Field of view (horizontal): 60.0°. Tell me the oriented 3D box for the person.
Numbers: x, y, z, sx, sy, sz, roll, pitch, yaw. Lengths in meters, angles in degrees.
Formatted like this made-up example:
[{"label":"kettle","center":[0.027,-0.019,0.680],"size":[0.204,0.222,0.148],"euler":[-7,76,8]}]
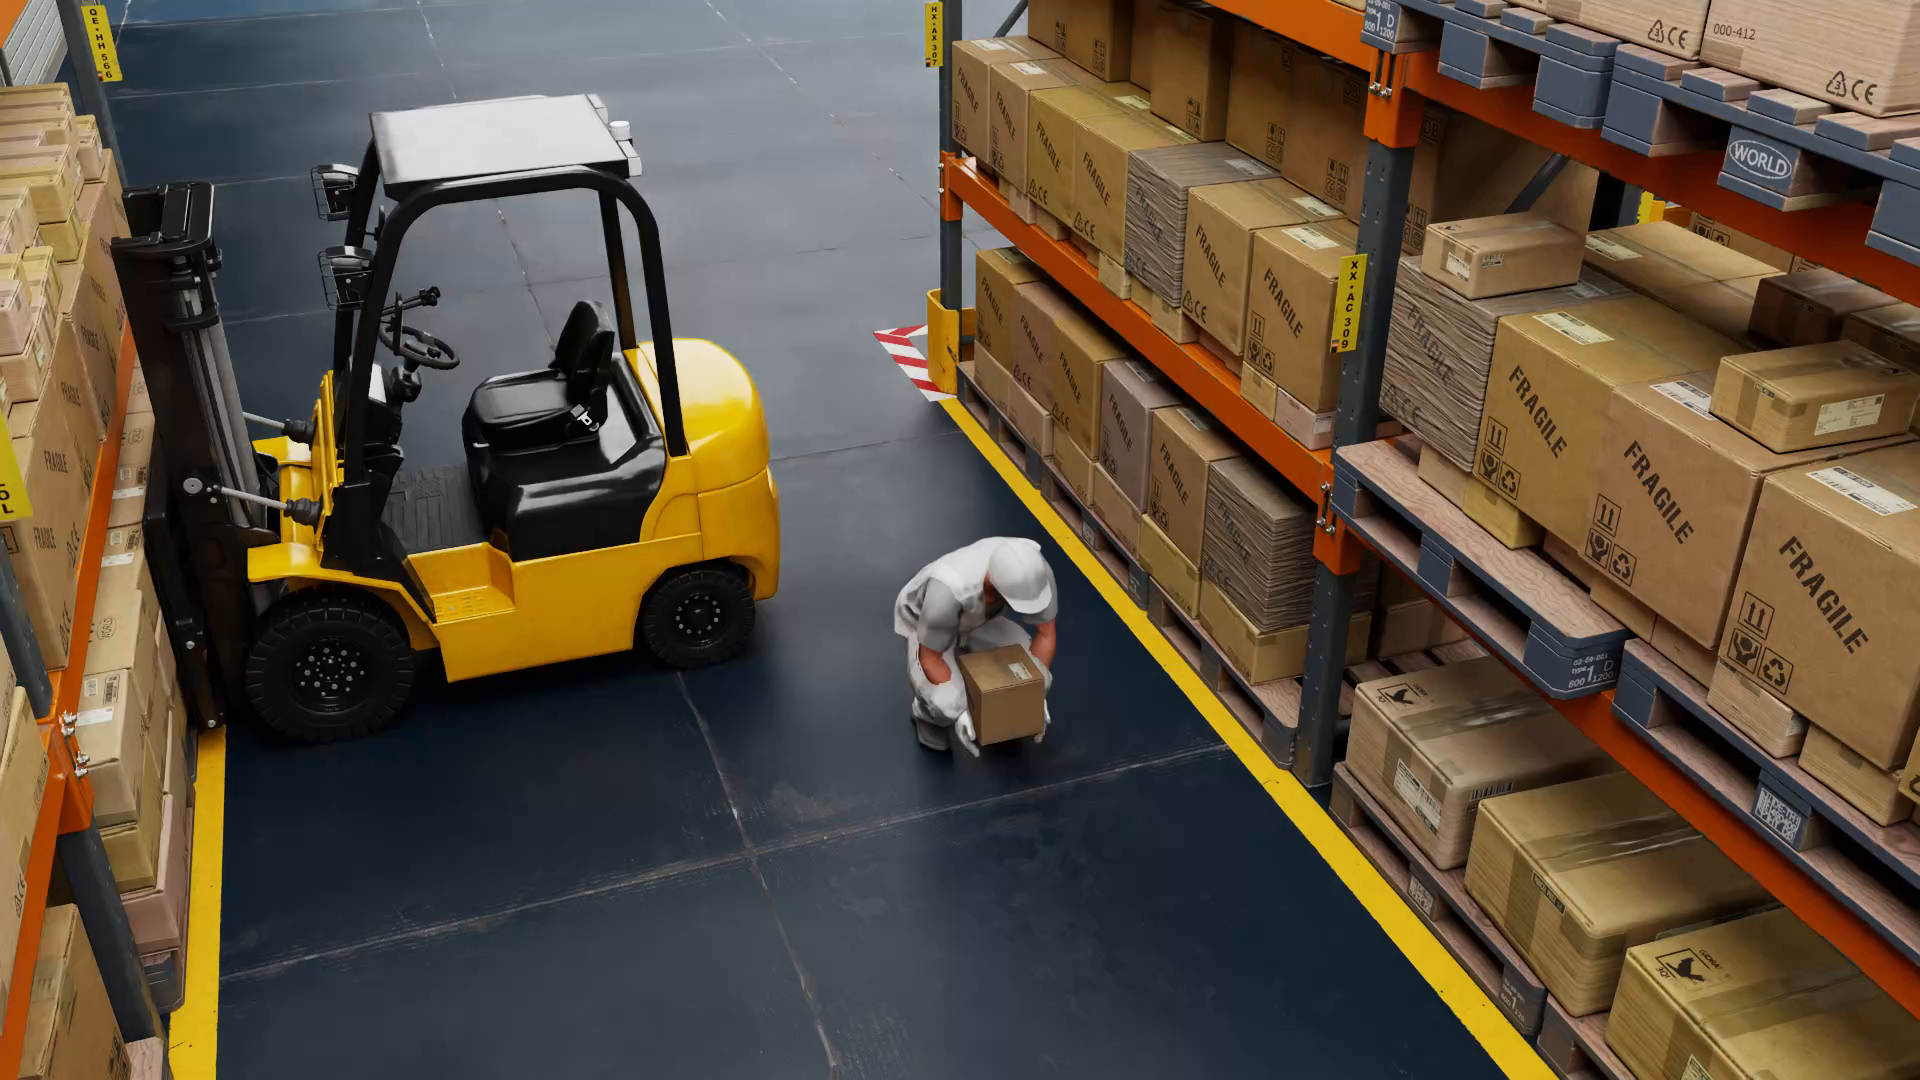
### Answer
[{"label":"person","center":[0.073,0.338,6.290],"size":[0.576,1.026,0.804],"euler":[-12,32,-20]}]
